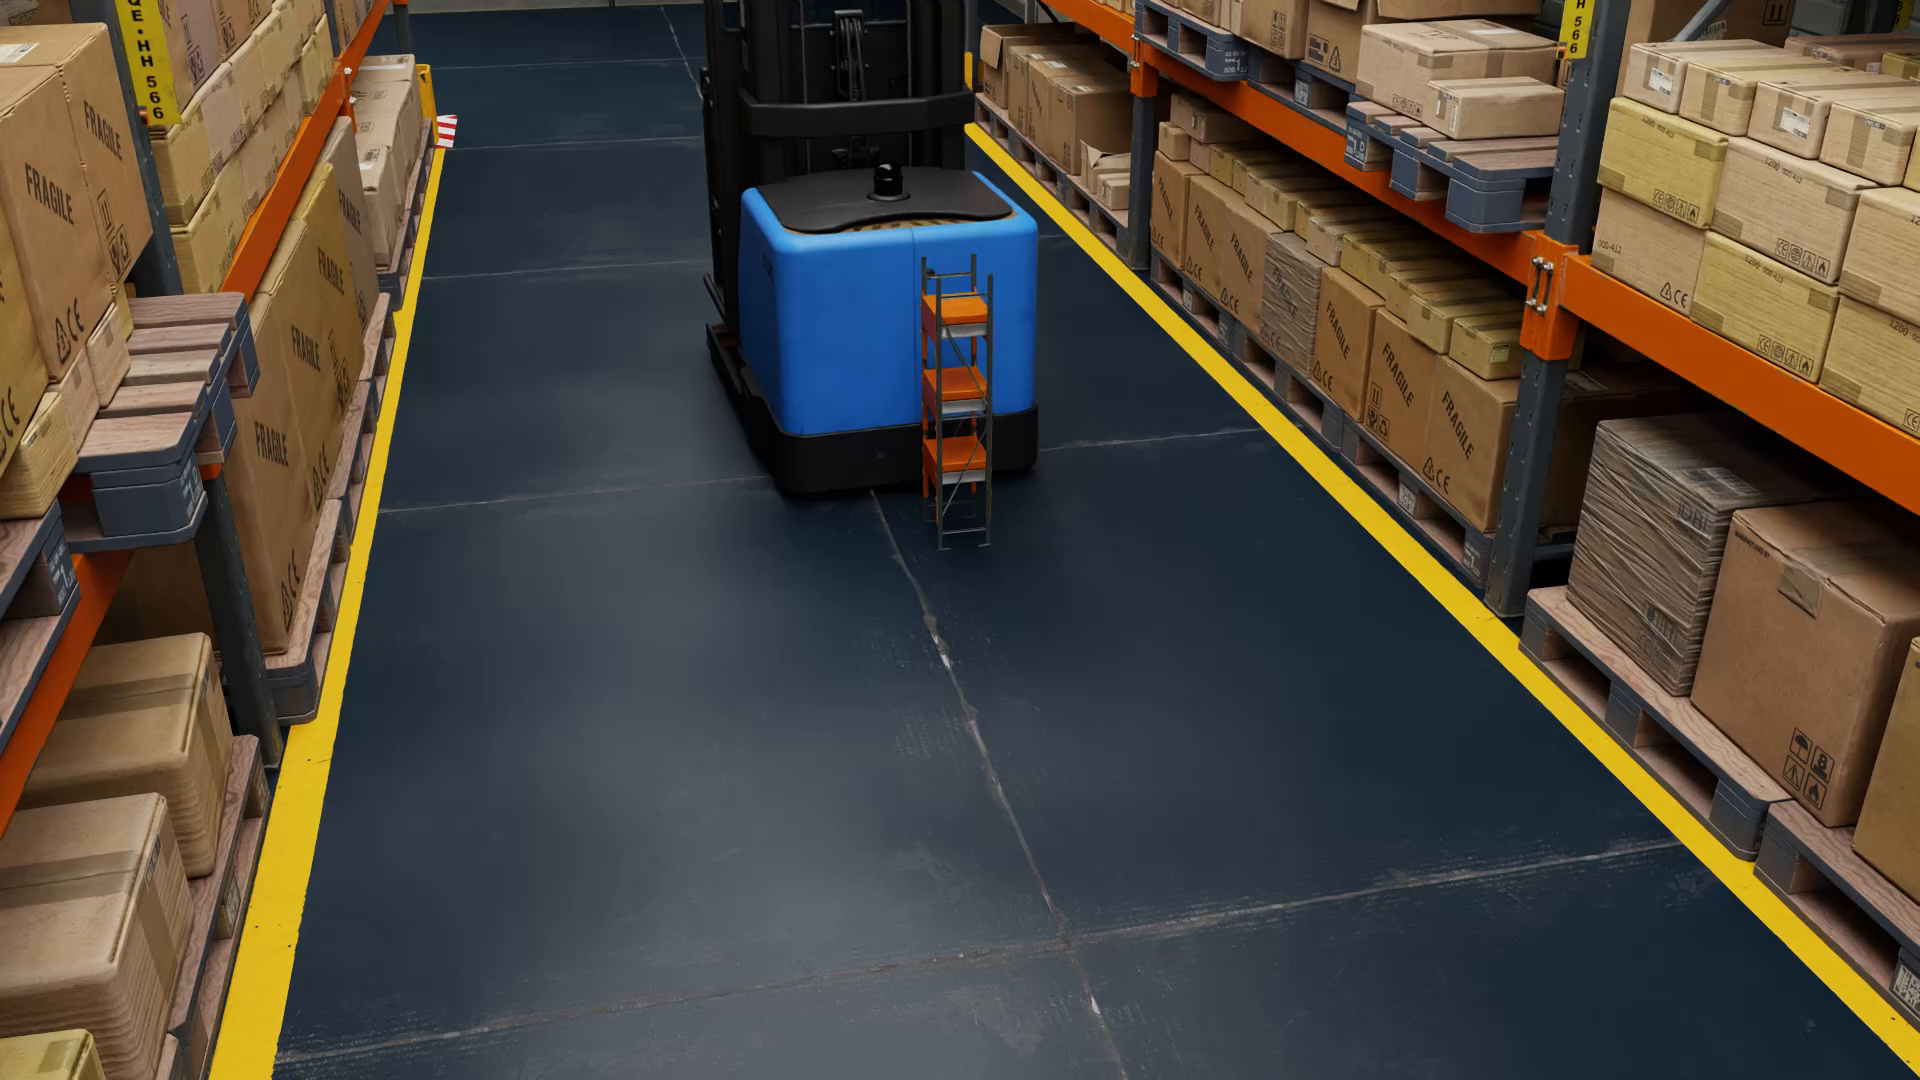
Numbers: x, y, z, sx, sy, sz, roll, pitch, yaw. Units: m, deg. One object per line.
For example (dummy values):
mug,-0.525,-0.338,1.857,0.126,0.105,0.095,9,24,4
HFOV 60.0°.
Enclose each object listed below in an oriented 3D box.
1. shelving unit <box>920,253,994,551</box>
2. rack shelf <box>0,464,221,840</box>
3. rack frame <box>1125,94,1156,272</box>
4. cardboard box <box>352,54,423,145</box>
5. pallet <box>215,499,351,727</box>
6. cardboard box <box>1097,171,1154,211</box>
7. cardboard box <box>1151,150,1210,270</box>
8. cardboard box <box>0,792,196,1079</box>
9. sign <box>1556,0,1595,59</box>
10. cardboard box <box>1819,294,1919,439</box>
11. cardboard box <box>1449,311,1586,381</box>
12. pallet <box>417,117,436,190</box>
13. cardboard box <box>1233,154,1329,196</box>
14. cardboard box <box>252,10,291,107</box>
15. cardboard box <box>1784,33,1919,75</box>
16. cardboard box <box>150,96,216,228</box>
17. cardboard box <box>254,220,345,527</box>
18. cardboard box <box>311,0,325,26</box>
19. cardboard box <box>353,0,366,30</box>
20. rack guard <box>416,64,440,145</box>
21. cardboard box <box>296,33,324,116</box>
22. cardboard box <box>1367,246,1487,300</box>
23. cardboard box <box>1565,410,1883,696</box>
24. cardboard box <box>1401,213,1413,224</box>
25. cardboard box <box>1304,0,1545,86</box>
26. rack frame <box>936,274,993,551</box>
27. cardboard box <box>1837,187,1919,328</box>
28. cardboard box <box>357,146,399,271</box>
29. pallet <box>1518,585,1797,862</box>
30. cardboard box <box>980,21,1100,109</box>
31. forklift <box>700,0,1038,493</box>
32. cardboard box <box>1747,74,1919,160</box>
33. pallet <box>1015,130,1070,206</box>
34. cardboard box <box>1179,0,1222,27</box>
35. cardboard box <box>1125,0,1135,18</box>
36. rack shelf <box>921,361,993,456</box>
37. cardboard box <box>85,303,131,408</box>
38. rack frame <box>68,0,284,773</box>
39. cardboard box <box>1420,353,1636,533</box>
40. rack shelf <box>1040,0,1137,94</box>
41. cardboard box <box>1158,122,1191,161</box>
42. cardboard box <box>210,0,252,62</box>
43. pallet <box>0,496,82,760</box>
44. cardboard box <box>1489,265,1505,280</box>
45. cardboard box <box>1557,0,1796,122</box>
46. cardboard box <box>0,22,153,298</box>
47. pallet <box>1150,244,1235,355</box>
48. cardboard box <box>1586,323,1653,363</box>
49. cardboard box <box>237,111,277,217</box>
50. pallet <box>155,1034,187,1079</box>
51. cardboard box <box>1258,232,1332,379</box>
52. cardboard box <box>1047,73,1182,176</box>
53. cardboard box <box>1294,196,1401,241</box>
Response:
shelving unit,-0.012,-0.492,6.060,0.215,1.050,0.252,-6,27,-12
rack shelf,-2.058,0.565,2.600,1.077,0.370,4.000,-6,27,-12
rack frame,1.425,-2.896,8.659,1.000,3.000,0.127,-6,27,-12
cardboard box,-4.065,-2.910,11.065,0.875,0.438,0.875,-7,28,-13
pallet,-2.613,0.257,5.507,1.003,0.211,1.213,-6,27,-12
cardboard box,1.014,-2.025,9.632,0.380,0.149,0.250,-7,28,-13
cardboard box,1.315,-1.732,8.661,0.500,0.500,0.500,-5,27,-9
cardboard box,-2.217,0.924,3.541,0.950,0.372,0.625,-6,27,-13
sign,1.800,-1.562,4.819,0.100,0.325,0.005,-6,27,-12
cardboard box,2.420,-0.407,3.893,0.500,0.250,0.500,-7,28,-13
cardboard box,1.969,-0.692,5.881,0.380,0.149,0.250,-7,28,-14
pallet,-4.055,-2.558,11.084,1.003,0.211,1.213,-6,27,-12
cardboard box,1.529,-1.728,7.934,0.380,0.149,0.250,-6,27,-12
cardboard box,-2.699,-1.709,5.919,0.500,0.250,0.500,-5,27,-11
cardboard box,2.597,-1.352,4.769,0.380,0.149,0.250,-5,27,-10
cardboard box,-2.382,-1.038,4.589,0.500,0.250,0.500,-6,27,-12
cardboard box,-2.780,-0.577,5.956,0.875,0.875,0.875,-6,27,-11
cardboard box,-3.074,-2.378,7.243,0.500,0.250,0.500,-6,27,-12
cardboard box,-3.370,-2.889,8.533,0.500,0.500,0.500,-6,27,-11
rack guard,-4.317,-3.041,11.720,1.175,0.500,0.348,-6,27,-12
cardboard box,-2.949,-1.928,6.908,0.500,0.250,0.500,-6,27,-12
cardboard box,1.845,-1.049,6.588,0.380,0.149,0.250,-5,27,-10
cardboard box,2.454,0.008,5.075,0.875,0.625,0.625,-5,27,-10
cardboard box,2.150,-1.447,7.376,0.380,0.149,0.250,-7,28,-14
cardboard box,1.779,-2.071,6.444,0.797,0.503,0.637,-7,28,-13
rack frame,0.015,-0.439,5.954,0.200,1.050,0.008,-6,27,-12
cardboard box,2.401,-0.625,3.771,0.500,0.250,0.500,-7,28,-13
cardboard box,-3.447,-1.720,8.707,0.875,0.438,0.875,-6,27,-12
pallet,2.474,0.470,5.084,1.003,0.211,1.213,-6,27,-12
cardboard box,0.569,-3.447,12.054,0.797,0.503,0.637,-7,28,-14
forklift,-0.585,-2.134,7.226,1.130,2.935,3.031,-7,28,-14
cardboard box,2.256,-1.077,4.224,0.380,0.149,0.250,-5,27,-10
pallet,0.993,-2.489,10.948,1.003,0.211,1.213,-6,27,-12
cardboard box,1.433,-2.666,7.625,0.700,0.500,0.500,-6,27,-11
cardboard box,1.107,-2.898,8.942,0.380,0.149,0.250,-6,27,-11
rack shelf,-0.012,-0.483,6.065,0.215,0.259,0.240,-6,27,-12
cardboard box,-1.974,-0.373,3.473,0.380,0.149,0.250,-6,27,-12
rack frame,-2.508,-0.634,4.178,1.000,3.000,0.127,-6,27,-12
cardboard box,2.022,-0.375,5.973,0.500,0.500,0.500,-5,27,-10
rack shelf,0.975,-3.453,10.560,1.077,0.370,4.000,-6,27,-12
cardboard box,1.247,-2.073,8.615,0.380,0.149,0.250,-5,27,-9
cardboard box,-2.604,-1.812,5.291,0.500,0.500,0.500,-5,27,-10
pallet,-2.022,0.316,2.507,1.003,0.211,1.213,-6,27,-12
cardboard box,2.374,-1.111,6.710,0.380,0.149,0.250,-7,28,-14
cardboard box,2.363,-1.614,5.541,0.500,0.500,0.500,-5,27,-9
cardboard box,-2.135,-0.828,3.654,0.500,0.500,0.500,-7,28,-13
pallet,1.645,-1.298,8.587,1.003,0.211,1.213,-6,27,-12
cardboard box,2.513,-0.762,6.018,0.380,0.149,0.250,-5,27,-9
cardboard box,-2.619,-1.262,5.588,0.500,0.250,0.500,-5,27,-10
pallet,-2.062,1.488,3.067,1.003,0.211,1.213,-6,27,-12
cardboard box,1.664,-1.052,7.313,0.500,0.500,0.500,-7,28,-13
cardboard box,0.958,-2.610,10.401,0.700,0.500,0.500,-7,28,-14
cardboard box,1.692,-1.390,7.263,0.380,0.149,0.250,-6,27,-11
